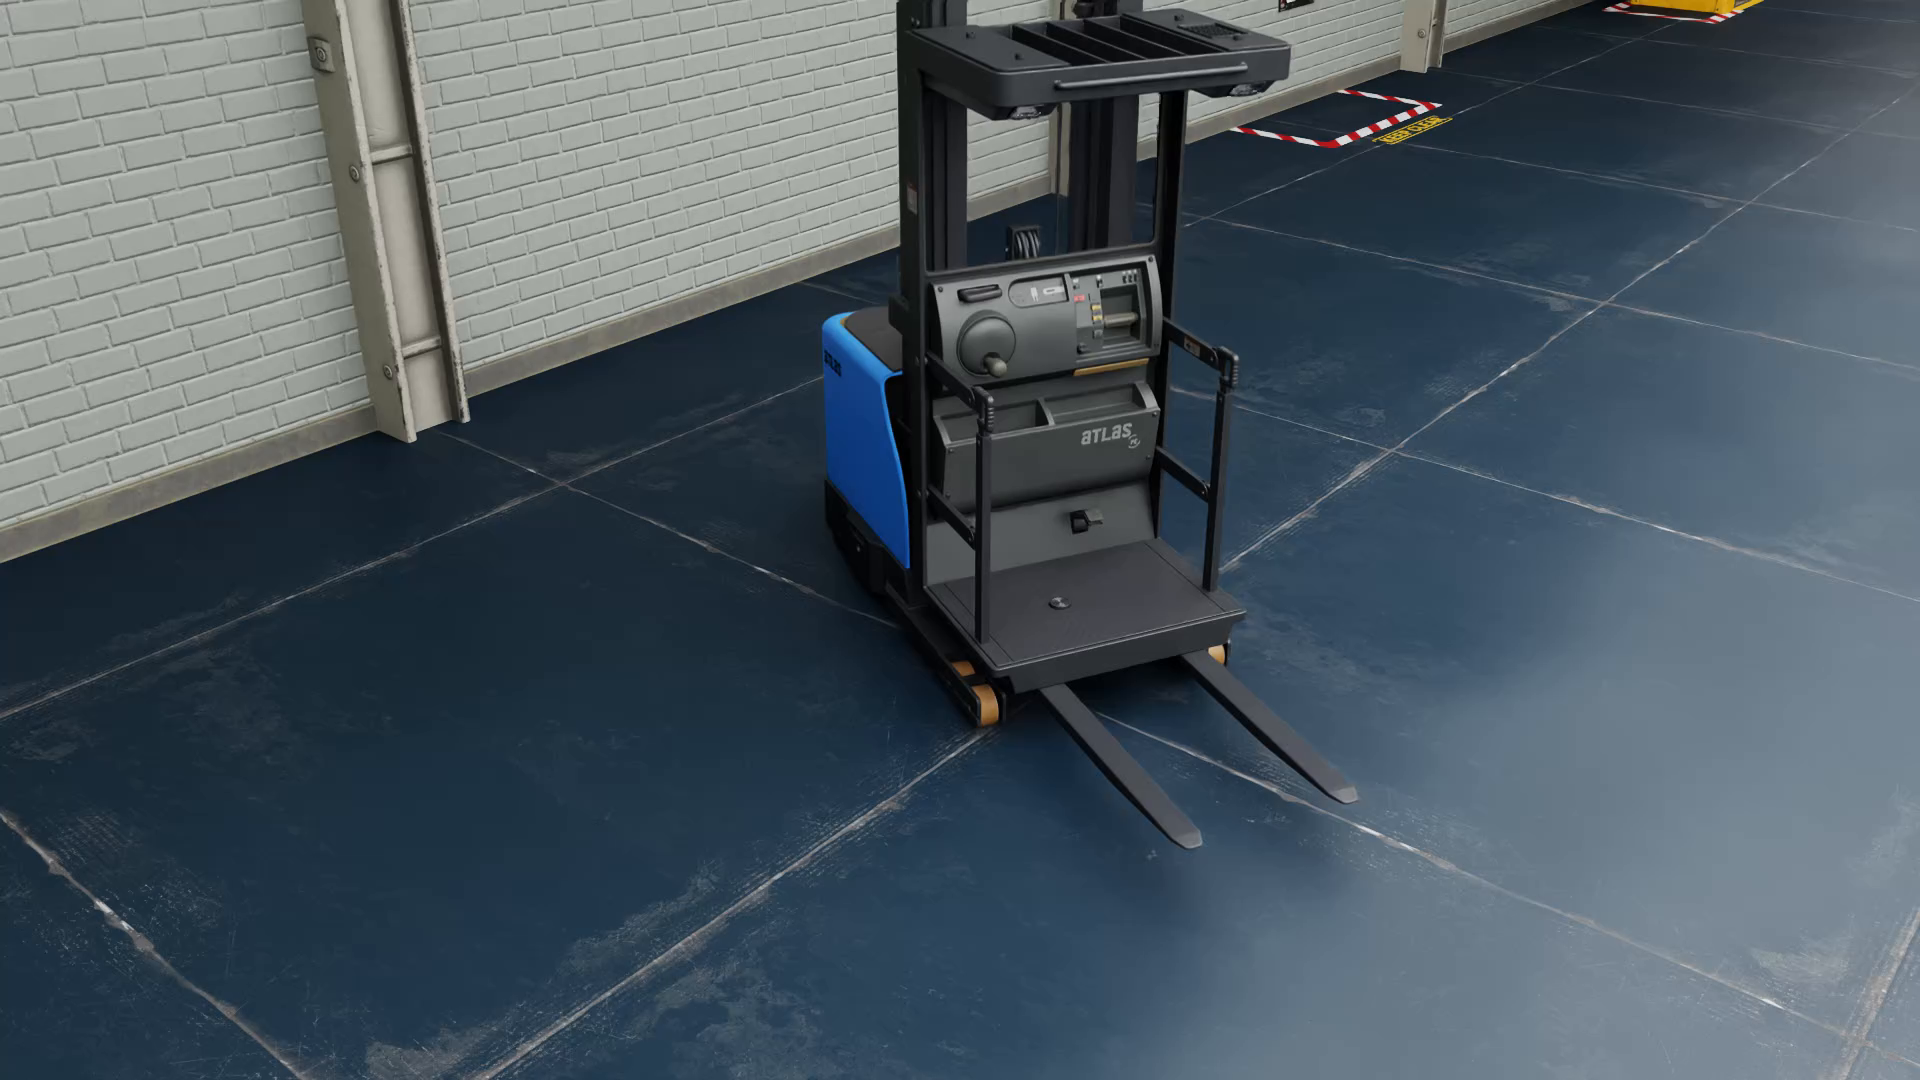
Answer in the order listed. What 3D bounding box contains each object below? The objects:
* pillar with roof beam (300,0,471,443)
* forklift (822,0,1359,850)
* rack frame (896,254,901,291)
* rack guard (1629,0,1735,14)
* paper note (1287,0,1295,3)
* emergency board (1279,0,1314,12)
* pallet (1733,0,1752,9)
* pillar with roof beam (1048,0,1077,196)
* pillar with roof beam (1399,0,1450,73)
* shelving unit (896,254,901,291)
[{"bbox_3d":[0.431,-3.363,4.456,9.100,9.000,0.400,21,34,34],"label":"pillar with roof beam"},{"bbox_3d":[0.429,-0.809,6.123,1.130,2.935,3.031,-11,29,-21],"label":"forklift"},{"bbox_3d":[-0.244,-0.739,7.872,0.006,1.200,0.240,-11,29,-21],"label":"rack frame"},{"bbox_3d":[8.829,-6.754,20.261,1.175,0.500,0.348,21,34,34],"label":"rack guard"},{"bbox_3d":[2.974,-4.912,14.939,0.016,0.148,0.142,21,34,34],"label":"paper note"},{"bbox_3d":[3.121,-5.348,14.824,0.157,1.169,0.626,21,34,34],"label":"emergency board"},{"bbox_3d":[9.373,-6.903,20.865,1.003,0.211,1.213,21,34,34],"label":"pallet"},{"bbox_3d":[4.247,-5.490,8.569,9.100,9.000,0.400,21,34,34],"label":"pillar with roof beam"},{"bbox_3d":[8.063,-7.617,12.681,9.100,9.000,0.400,21,34,34],"label":"pillar with roof beam"},{"bbox_3d":[-0.160,-0.756,7.905,0.189,1.200,0.258,-11,29,-21],"label":"shelving unit"}]
